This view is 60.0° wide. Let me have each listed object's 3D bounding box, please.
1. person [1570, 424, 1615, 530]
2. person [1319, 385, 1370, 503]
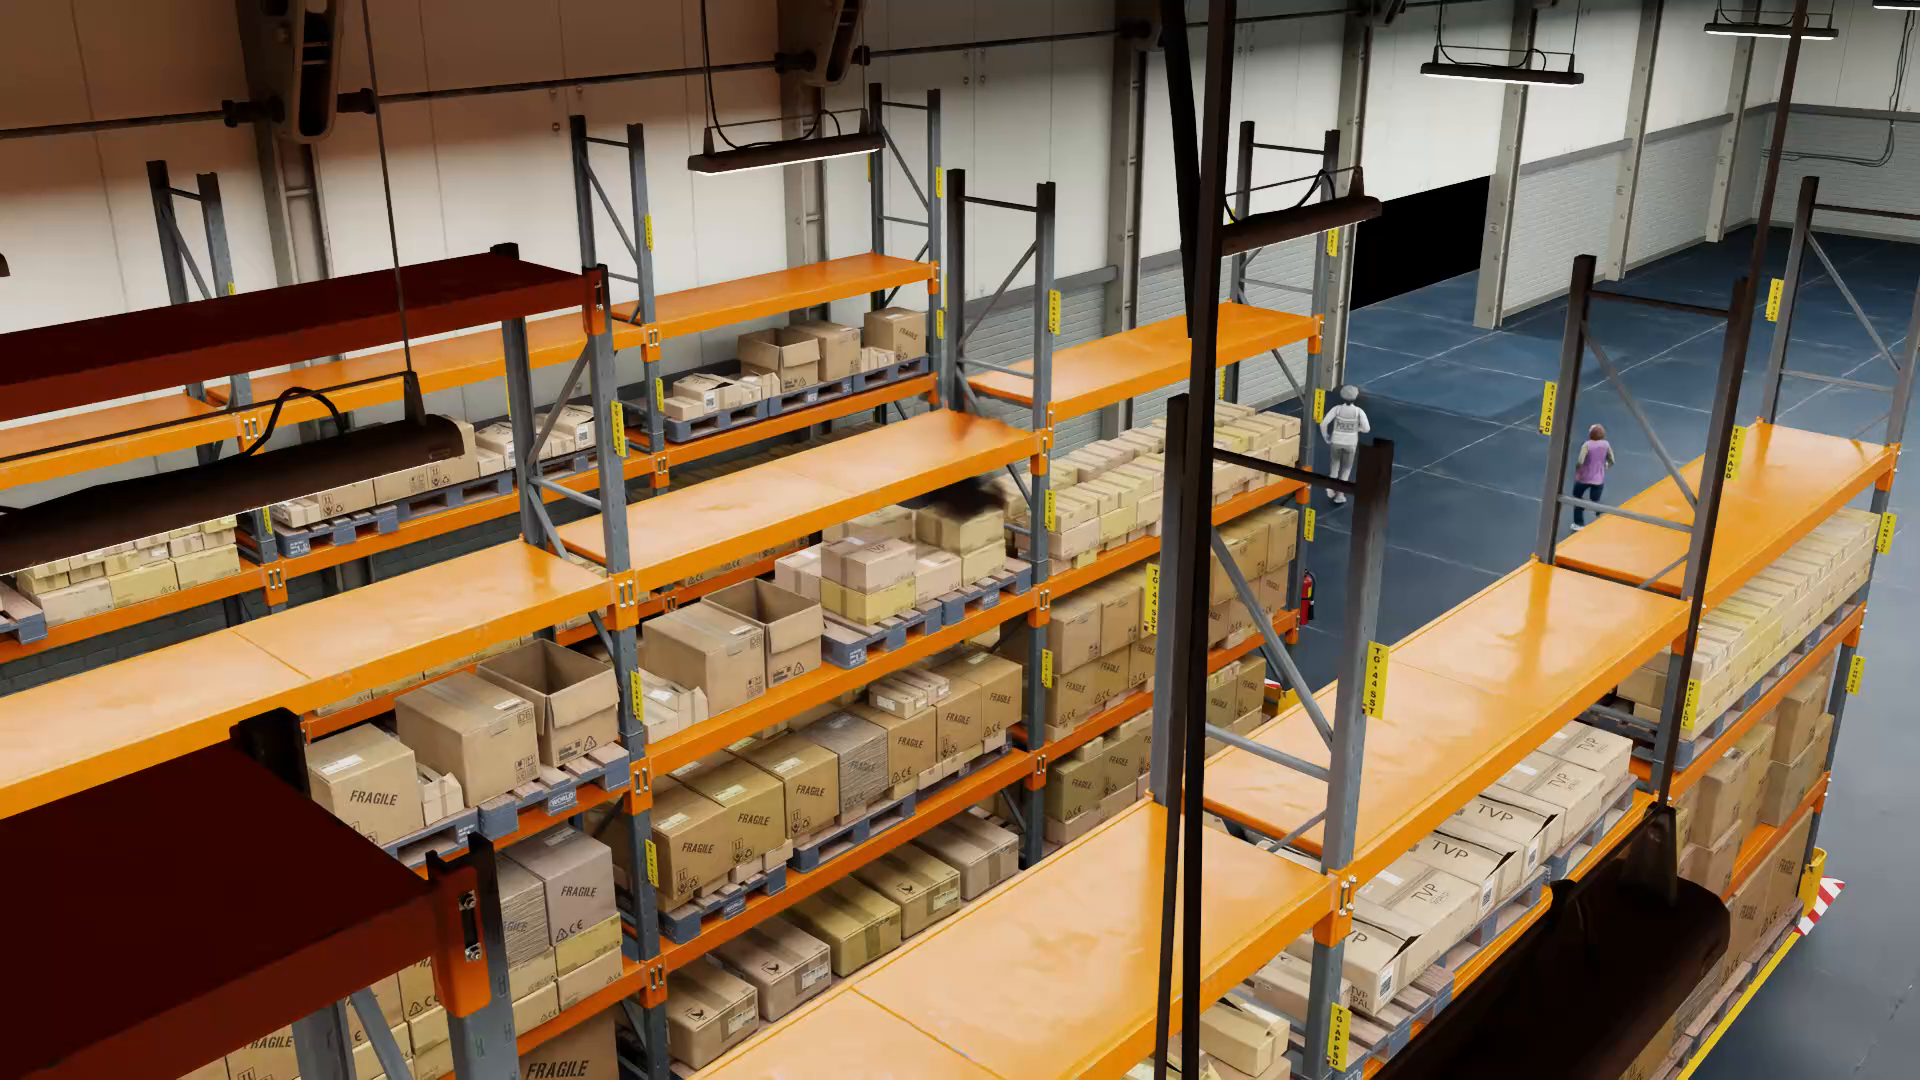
[{"bbox_3d":[8.319,-0.763,21.898,0.538,1.569,0.805,0,21,0],"label":"person"},{"bbox_3d":[5.354,-1.358,23.187,0.671,1.668,0.562,7,22,18],"label":"person"}]
